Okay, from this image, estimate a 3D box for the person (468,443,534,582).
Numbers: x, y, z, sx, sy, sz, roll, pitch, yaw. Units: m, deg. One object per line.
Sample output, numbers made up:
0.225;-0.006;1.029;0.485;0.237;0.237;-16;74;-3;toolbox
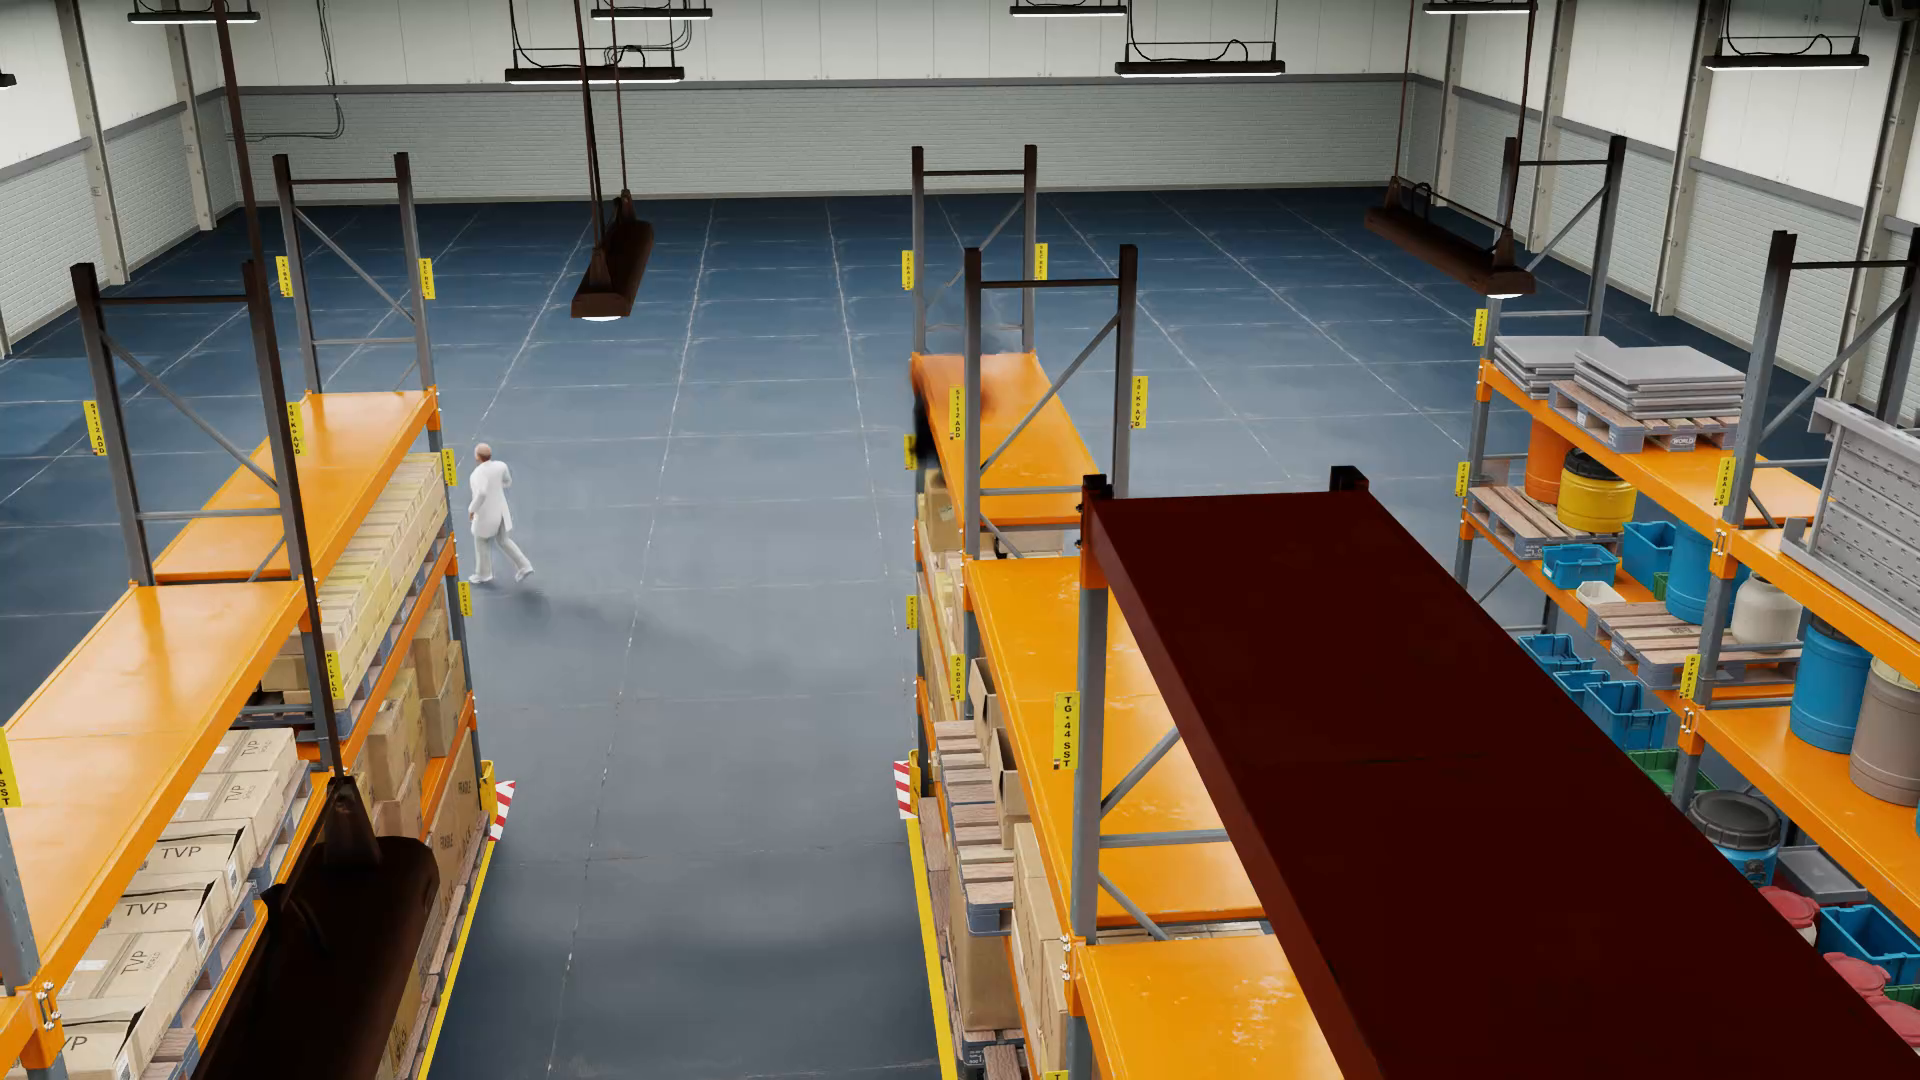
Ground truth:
-5.618;-0.291;19.952;0.898;1.807;0.732;12;24;27;person
